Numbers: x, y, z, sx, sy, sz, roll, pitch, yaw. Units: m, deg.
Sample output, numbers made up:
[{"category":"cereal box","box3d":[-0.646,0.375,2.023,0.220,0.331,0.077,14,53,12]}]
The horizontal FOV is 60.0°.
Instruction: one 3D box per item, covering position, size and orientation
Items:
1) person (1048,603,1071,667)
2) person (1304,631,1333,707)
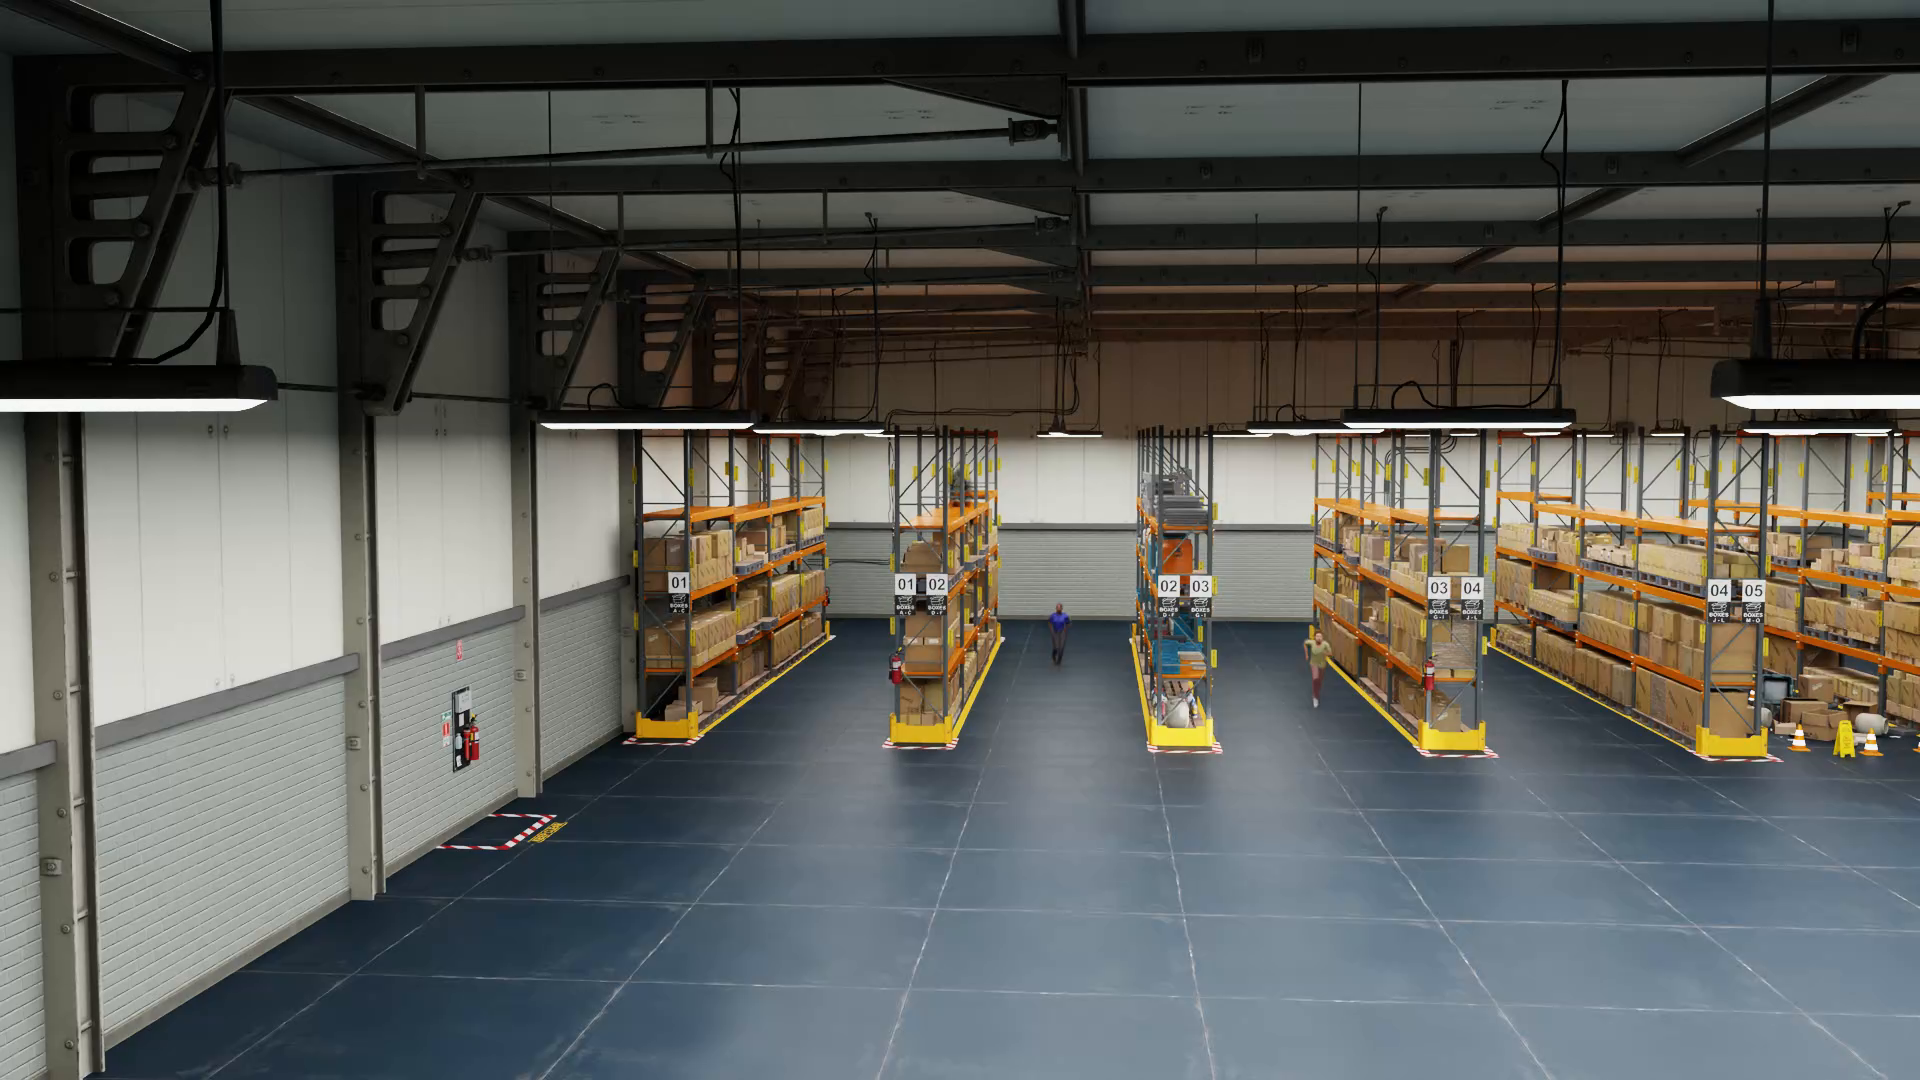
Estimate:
[{"category":"person","box3d":[2.498,2.452,41.728,0.560,1.523,0.573,0,3,2]},{"category":"person","box3d":[7.713,2.749,35.868,0.571,1.644,0.890,0,3,3]}]
